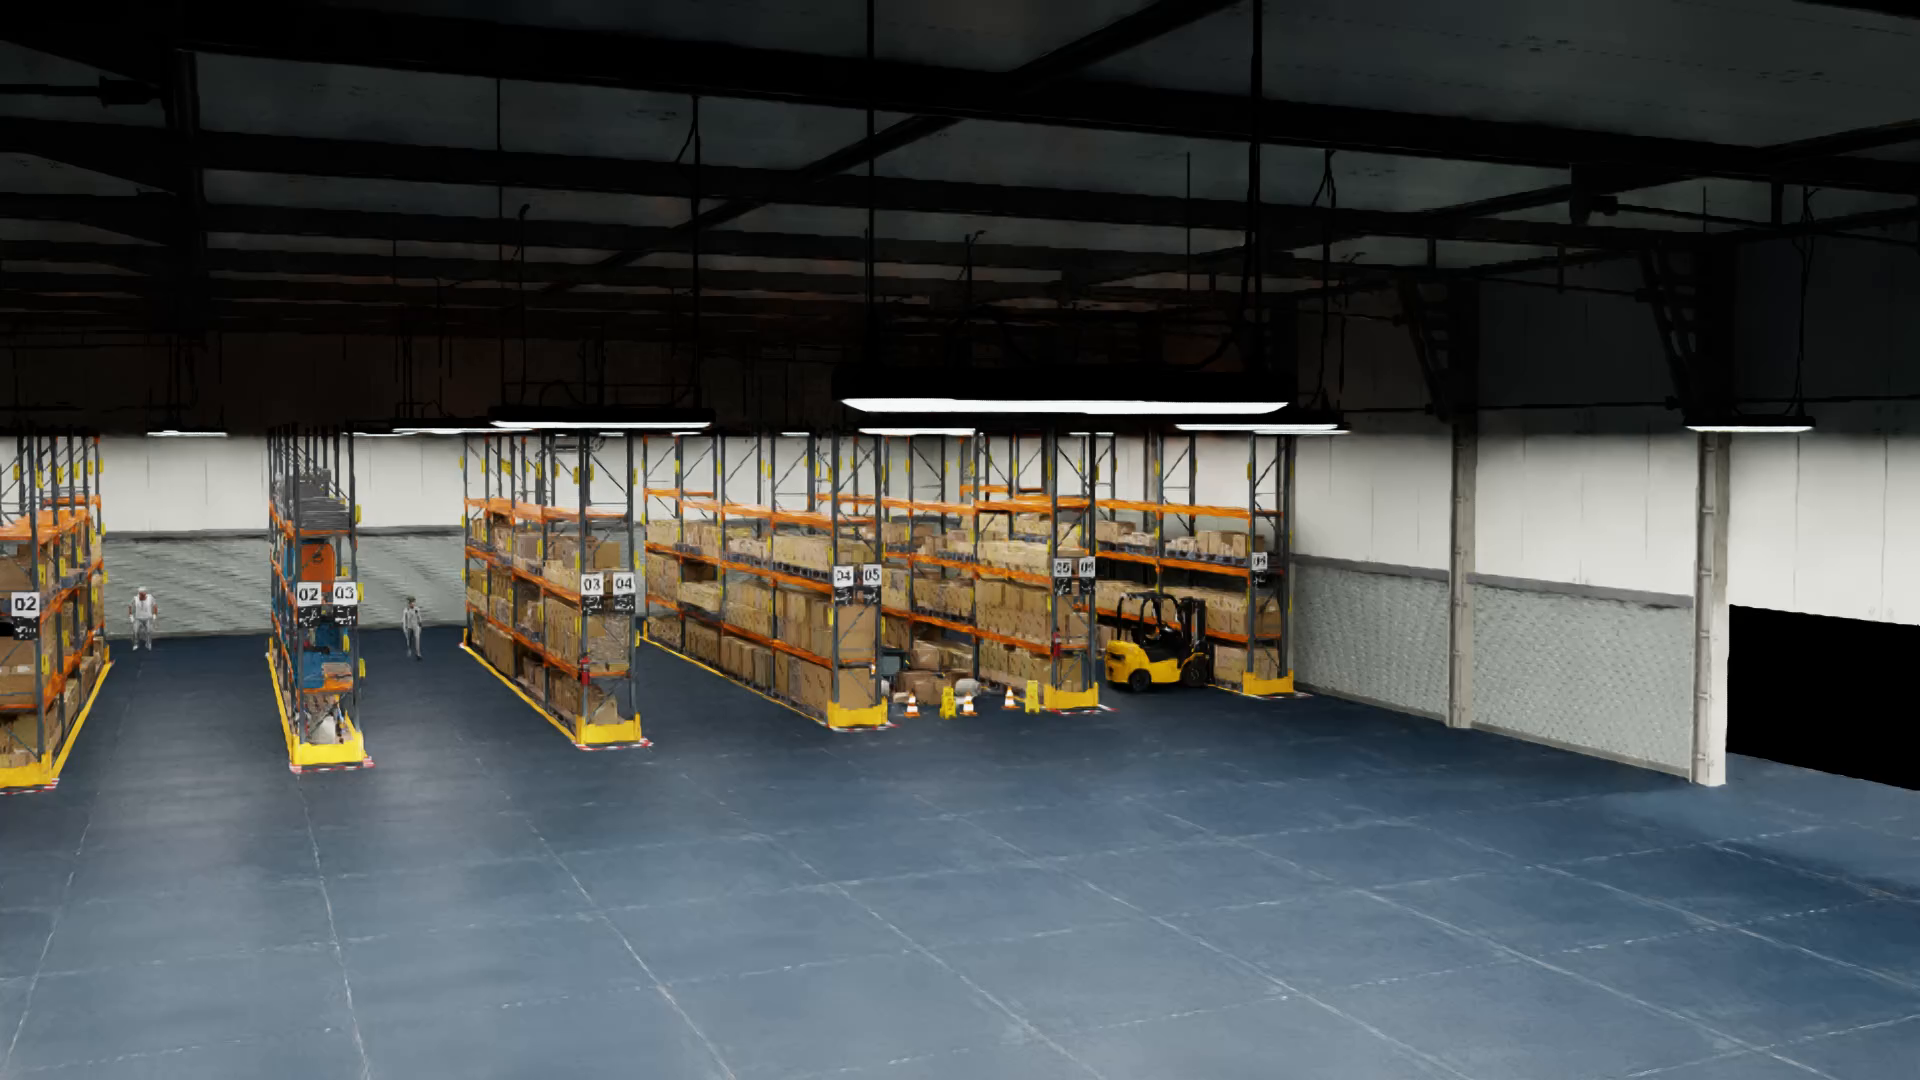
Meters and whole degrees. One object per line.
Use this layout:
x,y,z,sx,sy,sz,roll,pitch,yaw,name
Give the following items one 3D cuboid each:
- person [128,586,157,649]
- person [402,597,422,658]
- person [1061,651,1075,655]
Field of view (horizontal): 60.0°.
-22.200,2.105,45.174,0.702,1.735,0.549,-2,4,-26,person
-14.283,2.261,43.354,0.495,1.589,1.086,-1,4,-22,person
2.532,2.524,39.069,0.452,1.599,0.401,2,4,34,person
